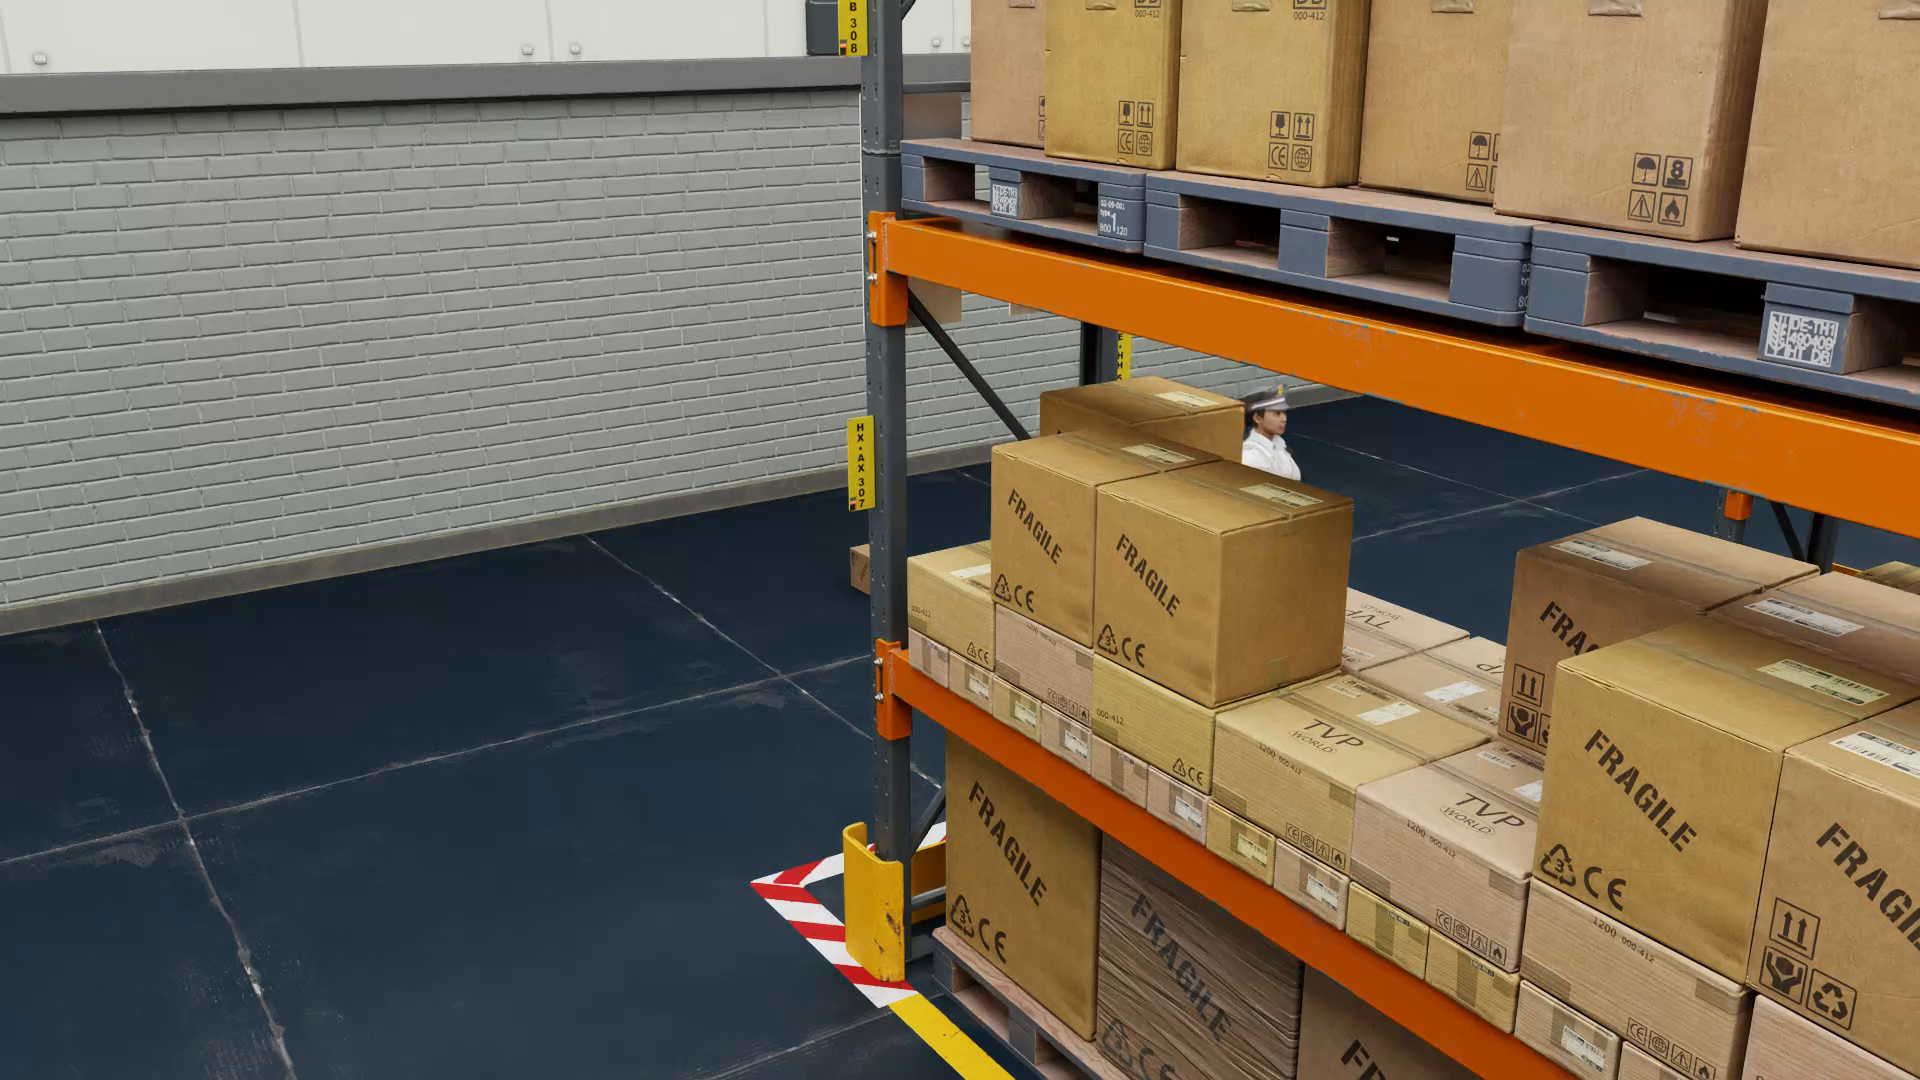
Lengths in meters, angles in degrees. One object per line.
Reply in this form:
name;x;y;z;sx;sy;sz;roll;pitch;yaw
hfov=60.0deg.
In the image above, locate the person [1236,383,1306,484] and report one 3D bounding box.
person;1.578;0.005;8.477;0.995;1.633;0.514;13;22;35
